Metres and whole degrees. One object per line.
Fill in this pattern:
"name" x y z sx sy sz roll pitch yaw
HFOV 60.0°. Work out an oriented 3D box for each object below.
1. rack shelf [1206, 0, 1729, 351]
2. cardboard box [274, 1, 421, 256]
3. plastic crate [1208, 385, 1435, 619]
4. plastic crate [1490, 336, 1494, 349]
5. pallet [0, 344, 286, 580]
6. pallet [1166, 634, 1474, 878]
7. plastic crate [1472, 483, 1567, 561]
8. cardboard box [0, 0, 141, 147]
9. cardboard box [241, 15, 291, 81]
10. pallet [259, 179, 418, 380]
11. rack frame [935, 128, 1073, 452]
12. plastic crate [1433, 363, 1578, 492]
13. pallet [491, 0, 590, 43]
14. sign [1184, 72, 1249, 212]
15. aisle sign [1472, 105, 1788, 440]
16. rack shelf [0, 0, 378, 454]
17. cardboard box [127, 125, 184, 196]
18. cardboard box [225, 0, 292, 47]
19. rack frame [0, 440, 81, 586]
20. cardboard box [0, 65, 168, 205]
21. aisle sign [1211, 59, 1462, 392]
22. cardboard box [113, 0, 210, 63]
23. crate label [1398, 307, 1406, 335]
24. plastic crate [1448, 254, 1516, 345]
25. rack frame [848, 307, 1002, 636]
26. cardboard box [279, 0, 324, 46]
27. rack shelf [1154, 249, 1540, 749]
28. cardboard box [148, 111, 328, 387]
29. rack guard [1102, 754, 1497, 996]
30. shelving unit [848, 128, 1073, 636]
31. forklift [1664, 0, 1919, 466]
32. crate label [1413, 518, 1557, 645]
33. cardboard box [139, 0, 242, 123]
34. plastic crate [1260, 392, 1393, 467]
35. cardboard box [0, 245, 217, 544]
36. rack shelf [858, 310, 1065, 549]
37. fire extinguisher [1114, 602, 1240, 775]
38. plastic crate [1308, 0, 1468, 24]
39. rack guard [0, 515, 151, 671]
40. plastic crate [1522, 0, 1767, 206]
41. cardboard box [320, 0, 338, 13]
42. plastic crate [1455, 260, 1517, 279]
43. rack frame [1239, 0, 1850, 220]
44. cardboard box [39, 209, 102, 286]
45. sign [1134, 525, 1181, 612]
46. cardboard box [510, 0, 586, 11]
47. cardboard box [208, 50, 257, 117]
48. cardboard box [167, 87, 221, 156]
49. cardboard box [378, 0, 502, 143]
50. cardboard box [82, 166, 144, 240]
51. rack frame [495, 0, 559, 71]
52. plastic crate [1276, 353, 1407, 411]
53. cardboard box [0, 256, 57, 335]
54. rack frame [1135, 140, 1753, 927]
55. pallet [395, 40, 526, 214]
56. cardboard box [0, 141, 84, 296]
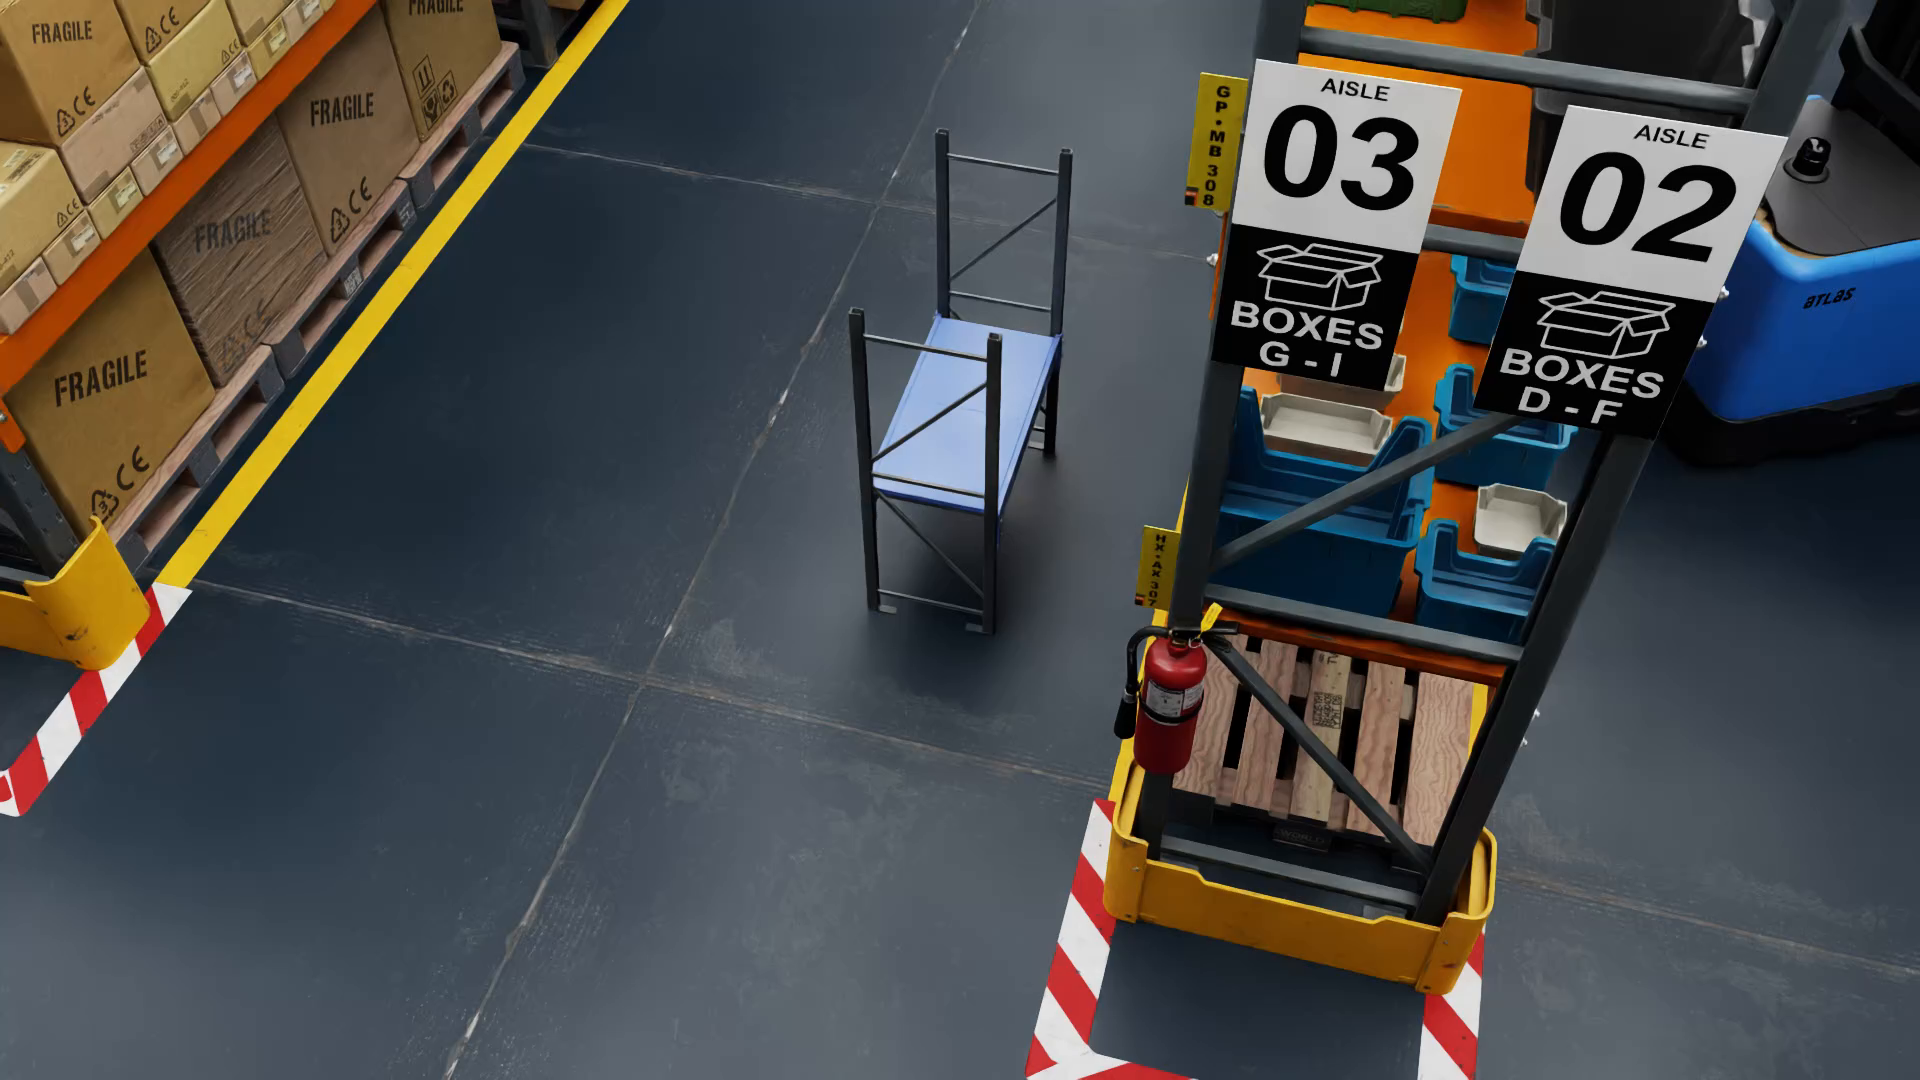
"rack shelf" 1.594 -1.971 4.887 1.077 0.370 4.000 12 50 10
"cardboard box" -3.145 -1.963 7.538 0.875 0.875 0.875 12 50 10
"plastic crate" 0.976 -0.080 4.675 0.616 0.435 0.499 12 50 10
"plastic crate" 1.793 -0.522 5.265 0.250 0.136 0.298 12 50 10
"pallet" -3.575 -0.418 6.897 1.003 0.211 1.213 12 50 10
"pallet" 1.323 0.564 6.030 1.003 0.211 1.213 12 50 10
"plastic crate" 1.615 -0.031 4.832 0.250 0.136 0.298 12 50 10
"cardboard box" -3.192 -1.699 5.570 0.500 0.500 0.500 10 49 9
"cardboard box" -2.895 -1.968 6.573 0.380 0.149 0.250 10 49 9
"pallet" -3.252 -1.298 7.673 1.003 0.211 1.213 12 50 10
"rack frame" 0.156 -0.926 6.486 0.500 1.500 0.032 12 50 10
"plastic crate" 1.624 -0.324 5.026 0.416 0.233 0.300 12 50 10
"pallet" -2.527 -3.290 9.432 1.003 0.211 1.213 12 50 10
"sign" 0.533 -0.824 3.465 0.100 0.325 0.005 12 50 10
"aisle sign" 1.336 -0.519 3.392 0.394 0.787 0.004 12 50 10
"rack shelf" -3.184 -1.955 6.874 1.077 0.370 4.000 12 50 10
"cardboard box" -3.098 -1.415 6.085 0.380 0.149 0.250 11 49 9
"cardboard box" -2.925 -2.208 6.519 0.500 0.250 0.500 11 49 9
"rack frame" -3.710 -0.747 5.327 1.000 3.000 0.127 12 50 10
"cardboard box" -3.193 -1.467 5.864 0.500 0.250 0.500 11 49 10
"aisle sign" 0.766 -0.635 3.495 0.394 0.787 0.004 12 50 10
"cardboard box" -3.061 -2.075 5.901 0.500 0.500 0.500 10 49 9
"crate label" 1.248 -0.741 5.458 0.396 0.136 0.243 12 50 10
"plastic crate" 1.797 -0.800 5.446 0.416 0.233 0.300 12 50 10
"rack frame" -0.111 -0.190 5.836 0.500 1.500 0.032 12 50 10
"cardboard box" -2.828 -2.158 6.741 0.380 0.149 0.250 12 50 11
"rack shelf" 1.594 -0.978 6.011 1.077 0.370 4.000 12 50 10
"cardboard box" -3.379 -1.320 6.970 0.875 0.875 0.875 12 50 10
"rack guard" 1.074 1.078 5.384 1.175 0.500 0.348 12 50 10
"shelving unit" 0.022 -0.558 6.161 0.538 1.500 1.048 12 50 10
"forklift" 4.361 -1.903 6.394 3.031 2.935 1.130 -12 50 -10
"crate label" 1.451 0.152 4.605 0.416 0.233 0.303 12 50 10
"cardboard box" -3.057 -1.830 6.185 0.500 0.250 0.500 10 49 9
"plastic crate" 1.108 -0.328 5.093 0.396 0.136 0.243 12 50 10
"cardboard box" -3.619 -0.661 6.389 0.875 0.875 0.875 12 50 10
"rack shelf" 0.022 -0.439 6.296 0.538 0.185 1.000 12 50 10
"fire extinguisher" 0.590 0.399 4.616 0.296 0.674 0.183 12 50 10
"plastic crate" 1.052 -1.462 4.099 0.450 0.188 0.336 12 50 10
"rack guard" -3.717 0.098 6.249 1.175 0.500 0.348 12 50 10
"plastic crate" 1.438 -0.942 3.586 0.497 0.269 0.590 12 50 10
"cardboard box" -2.760 -2.342 6.903 0.380 0.149 0.250 11 49 9
"plastic crate" 1.876 -1.017 5.637 0.416 0.233 0.300 12 50 10
"rack frame" 1.068 -1.755 2.215 1.000 3.000 0.127 12 50 10
"cardboard box" -3.232 -1.041 5.755 0.380 0.149 0.250 11 49 9
"sign" 0.533 0.080 4.489 0.100 0.325 0.005 12 50 10
"cardboard box" -2.508 -3.543 8.932 1.225 0.875 0.875 12 50 10
"cardboard box" -2.962 -1.786 6.412 0.380 0.149 0.250 11 50 10
"cardboard box" -3.030 -1.599 6.247 0.380 0.149 0.250 11 49 9
"cardboard box" -2.908 -2.614 8.113 0.875 0.875 0.875 12 50 10
"cardboard box" -3.165 -1.227 5.918 0.380 0.149 0.250 11 49 9
"rack frame" -2.657 -3.640 7.881 1.000 3.000 0.127 12 50 10
"plastic crate" 1.198 -0.534 5.276 0.396 0.136 0.243 12 50 10
"cardboard box" -3.298 -0.855 5.591 0.380 0.149 0.250 12 50 10
"rack frame" 1.068 0.231 4.465 1.000 3.000 0.127 12 50 10
"pallet" -2.933 -2.183 8.455 1.003 0.211 1.213 12 50 10
"cardboard box" -3.323 -1.090 5.531 0.500 0.250 0.500 10 49 9
